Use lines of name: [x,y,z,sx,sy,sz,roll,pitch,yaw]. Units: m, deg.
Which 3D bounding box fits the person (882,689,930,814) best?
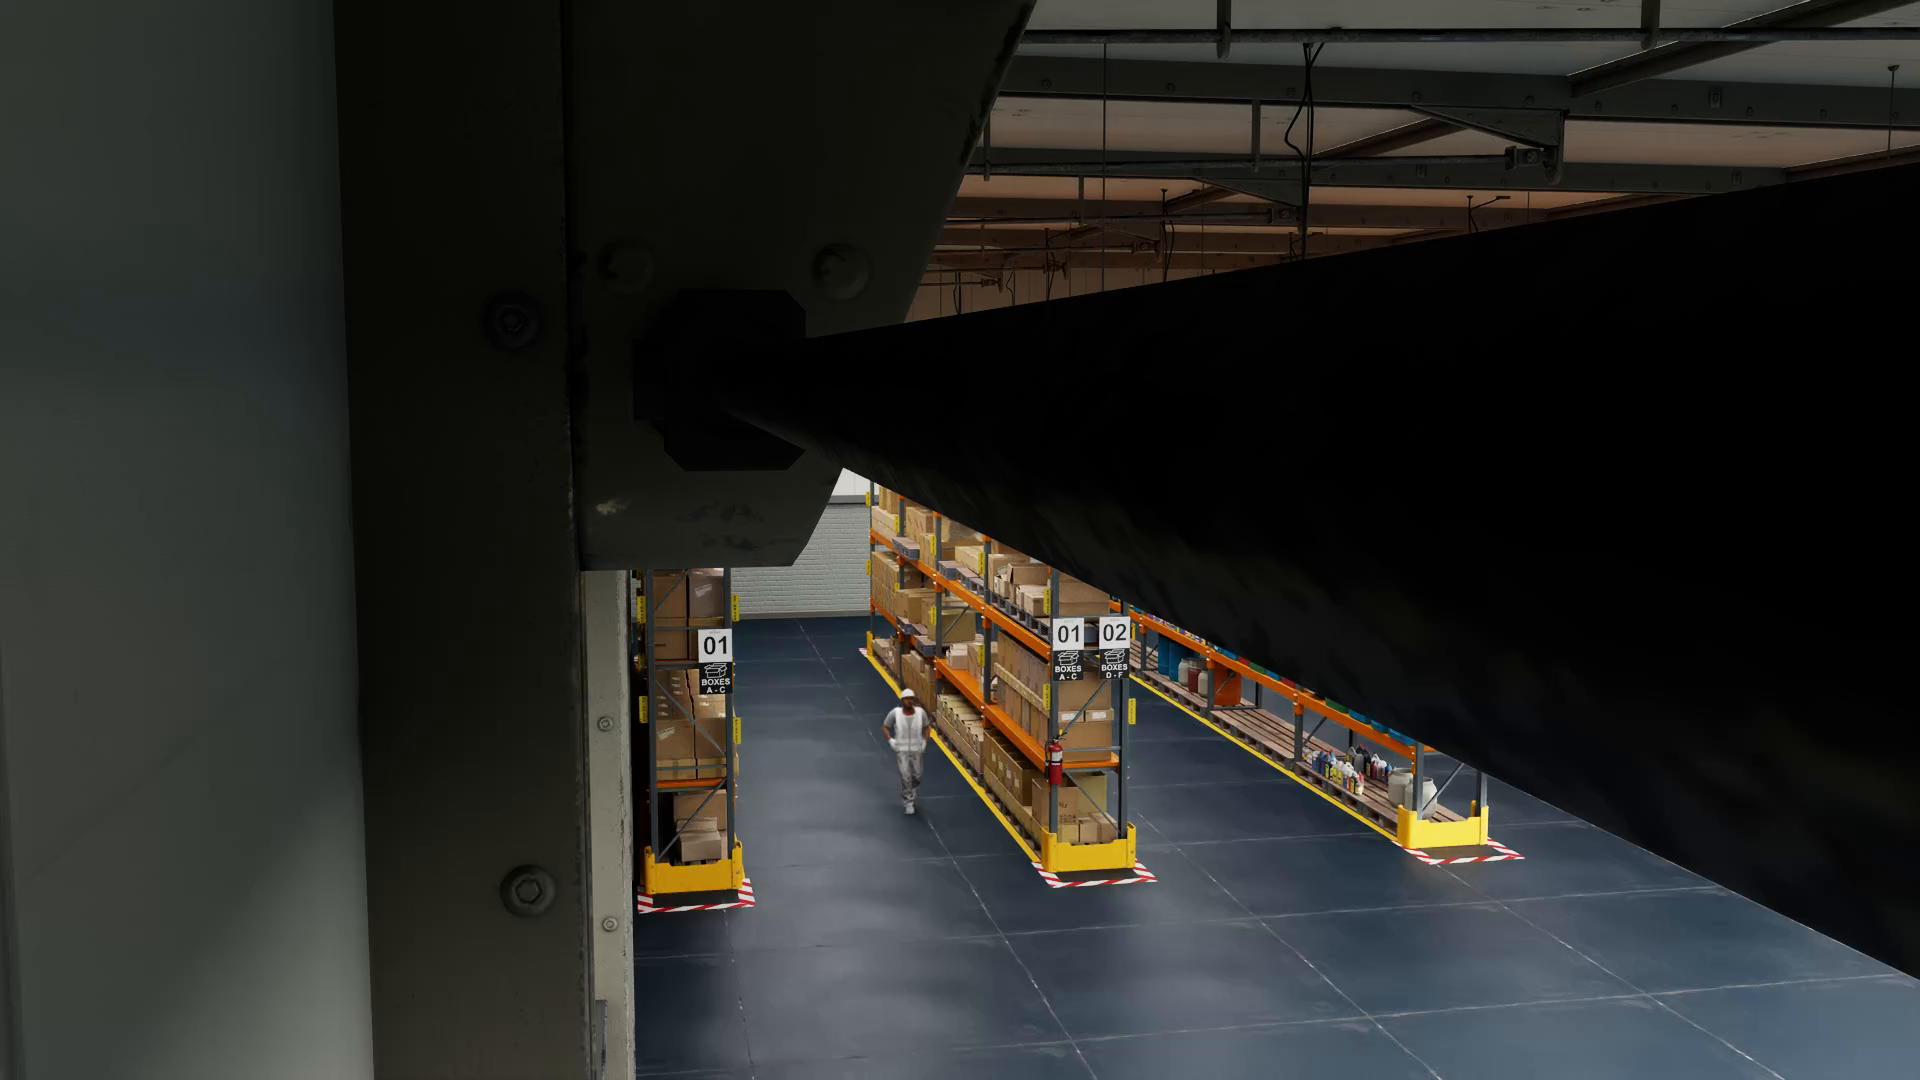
person: [-0.761,2.985,23.727,0.690,1.752,0.664,-1,6,-12]
